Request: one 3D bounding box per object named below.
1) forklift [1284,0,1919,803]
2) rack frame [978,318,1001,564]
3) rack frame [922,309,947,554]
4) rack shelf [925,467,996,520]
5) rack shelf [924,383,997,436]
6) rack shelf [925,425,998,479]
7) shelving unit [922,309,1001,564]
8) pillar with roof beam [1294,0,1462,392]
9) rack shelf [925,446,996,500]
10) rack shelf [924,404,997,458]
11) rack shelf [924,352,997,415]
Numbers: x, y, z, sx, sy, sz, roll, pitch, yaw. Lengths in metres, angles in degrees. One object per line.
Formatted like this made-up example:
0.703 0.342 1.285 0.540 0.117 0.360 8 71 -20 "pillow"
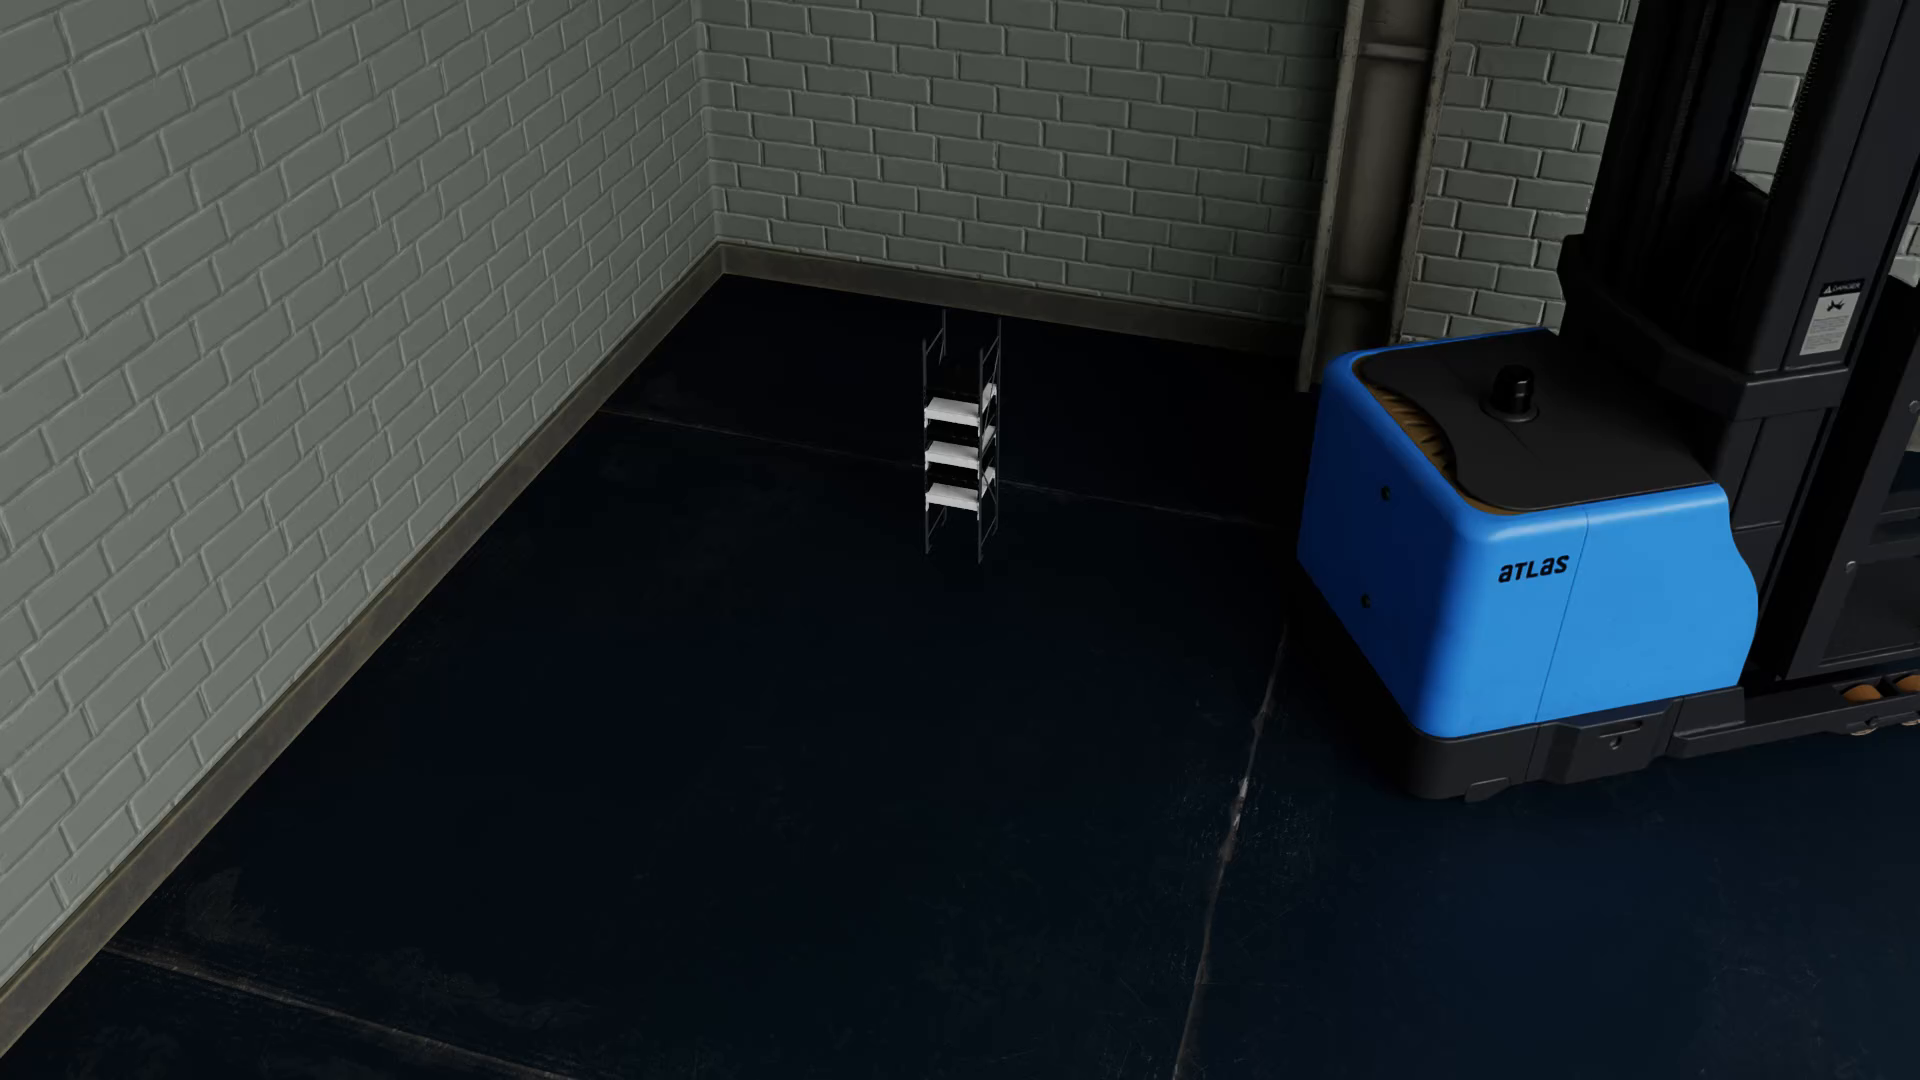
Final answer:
2.703 -0.842 4.922 3.031 2.935 1.130 -9 37 -12 "forklift"
0.105 -0.343 5.957 0.006 0.900 0.240 10 38 14 "rack frame"
-0.089 -0.379 6.006 0.006 0.900 0.240 10 38 14 "rack frame"
0.008 -0.189 6.108 0.200 0.077 0.258 10 38 14 "rack shelf"
0.008 -0.479 5.894 0.200 0.077 0.258 10 38 14 "rack shelf"
0.008 -0.334 6.001 0.200 0.077 0.258 10 38 14 "rack shelf"
0.008 -0.361 5.981 0.210 0.900 0.258 10 38 14 "shelving unit"
0.381 -1.881 1.214 0.400 9.000 9.100 10 38 14 "pillar with roof beam"
0.008 -0.262 6.054 0.200 0.077 0.258 10 38 14 "rack shelf"
0.008 -0.407 5.948 0.200 0.077 0.258 10 38 14 "rack shelf"
0.008 -0.552 5.841 0.200 0.077 0.258 10 38 14 "rack shelf"
